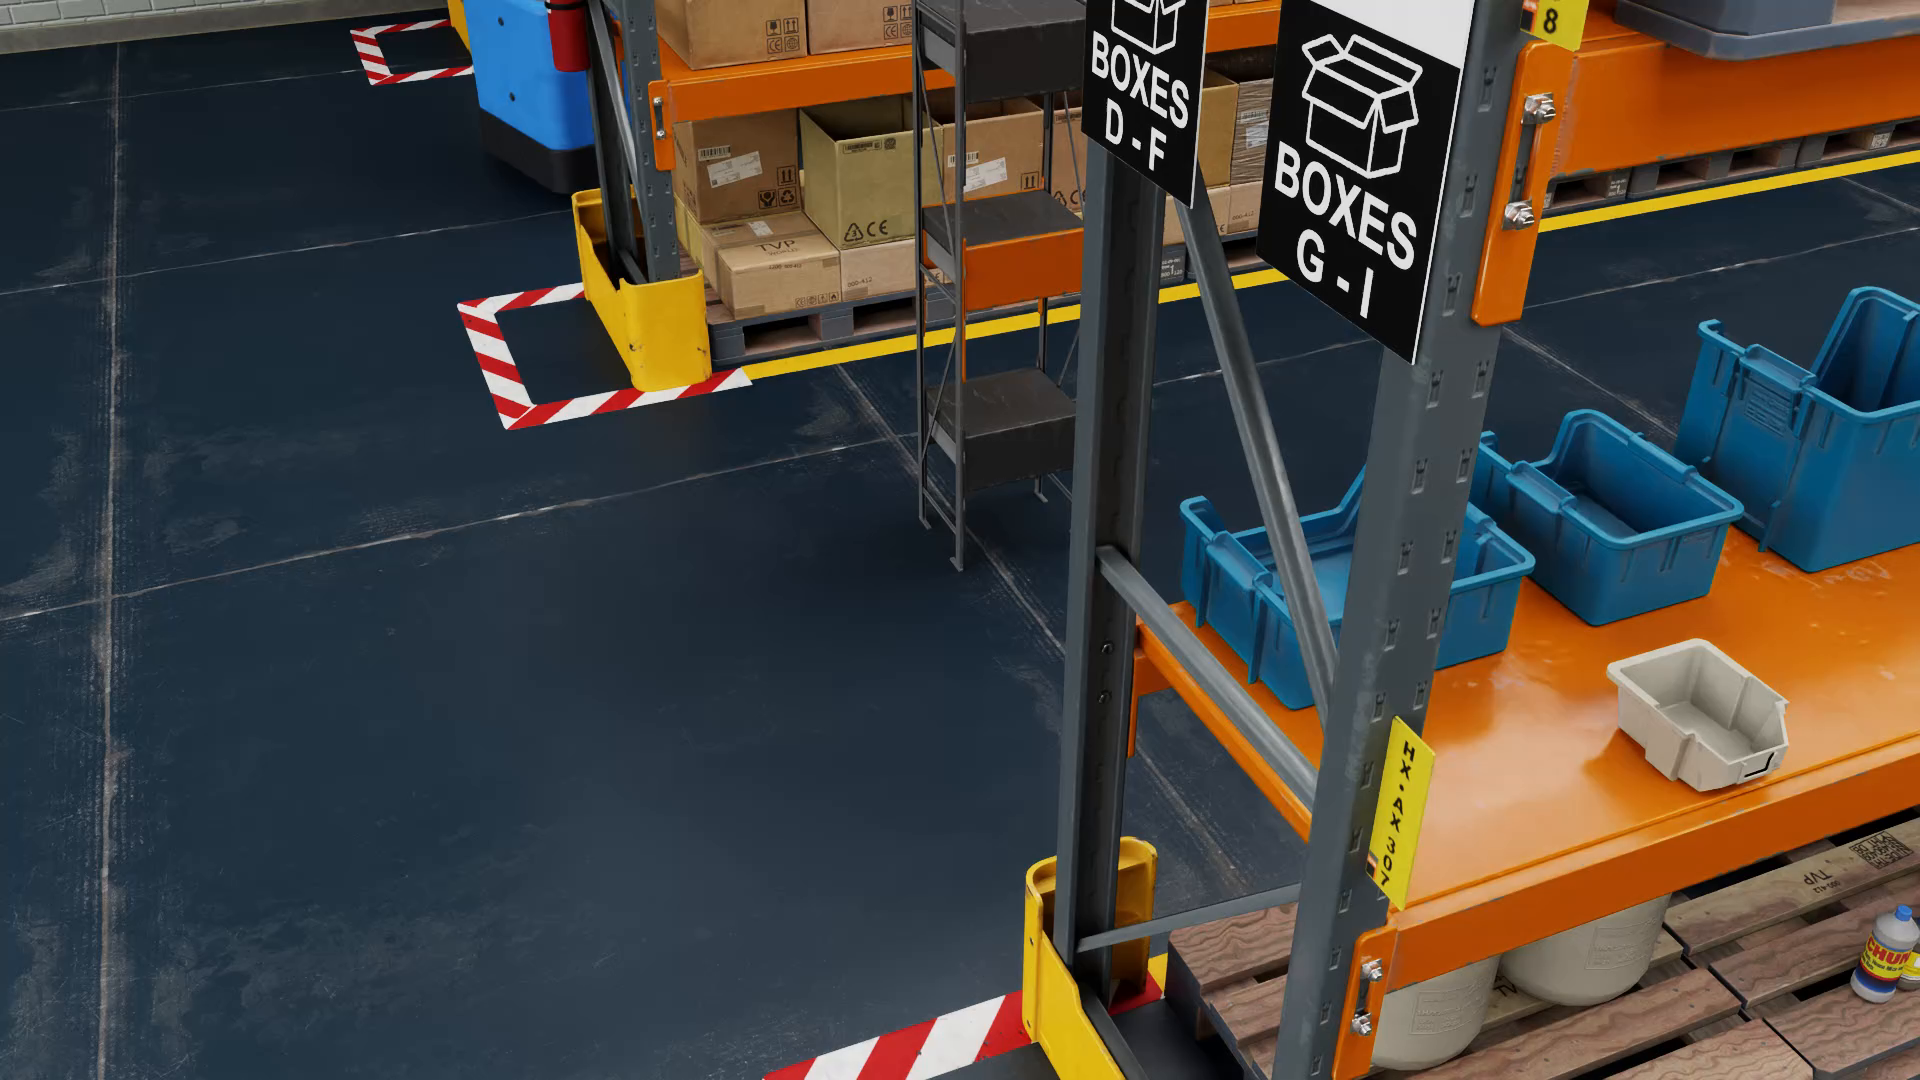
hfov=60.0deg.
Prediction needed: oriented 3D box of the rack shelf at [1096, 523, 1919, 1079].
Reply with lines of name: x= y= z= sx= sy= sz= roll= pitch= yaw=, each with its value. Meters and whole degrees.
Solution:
rack shelf: x=2.318 y=0.146 z=3.934 sx=4.000 sy=0.370 sz=1.077 roll=-13 pitch=35 yaw=-19

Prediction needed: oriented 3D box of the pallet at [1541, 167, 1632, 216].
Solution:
pallet: x=2.912 y=-2.075 z=9.246 sx=1.213 sy=0.211 sz=1.003 roll=-13 pitch=35 yaw=-19

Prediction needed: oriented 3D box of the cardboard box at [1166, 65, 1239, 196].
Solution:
cardboard box: x=0.980 y=-1.992 z=8.010 sx=0.500 sy=0.500 sz=0.500 roll=-13 pitch=35 yaw=-19

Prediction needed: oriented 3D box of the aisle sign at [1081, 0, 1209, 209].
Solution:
aisle sign: x=0.293 y=-0.957 z=2.586 sx=0.004 sy=0.787 sz=0.394 roll=-13 pitch=35 yaw=-19

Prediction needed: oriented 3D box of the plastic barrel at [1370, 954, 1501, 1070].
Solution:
plastic barrel: x=1.051 y=0.956 z=3.926 sx=0.421 sy=0.512 sz=0.421 roll=0 pitch=33 yaw=0

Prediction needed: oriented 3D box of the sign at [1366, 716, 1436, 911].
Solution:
sign: x=0.683 y=0.429 z=2.587 sx=0.005 sy=0.325 sz=0.100 roll=-13 pitch=35 yaw=-19

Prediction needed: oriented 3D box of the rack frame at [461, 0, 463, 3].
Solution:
rack frame: x=-3.361 y=-4.715 z=10.746 sx=0.127 sy=3.000 sz=1.000 roll=-13 pitch=35 yaw=-19

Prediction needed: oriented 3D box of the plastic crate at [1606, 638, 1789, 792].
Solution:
plastic crate: x=1.424 y=0.350 z=3.203 sx=0.250 sy=0.136 sz=0.298 roll=-13 pitch=35 yaw=-19

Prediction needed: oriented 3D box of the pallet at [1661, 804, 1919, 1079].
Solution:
pallet: x=2.400 y=0.972 z=4.563 sx=1.213 sy=0.211 sz=1.003 roll=-13 pitch=35 yaw=-19

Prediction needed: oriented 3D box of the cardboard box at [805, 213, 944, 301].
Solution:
cardboard box: x=-0.400 y=-1.357 z=7.721 sx=0.500 sy=0.250 sz=0.500 roll=-13 pitch=35 yaw=-19

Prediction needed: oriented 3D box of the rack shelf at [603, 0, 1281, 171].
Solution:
rack shelf: x=0.404 y=-2.345 z=7.764 sx=4.000 sy=0.370 sz=1.077 roll=-13 pitch=35 yaw=-19

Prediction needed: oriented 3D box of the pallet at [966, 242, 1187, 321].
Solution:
pallet: x=0.372 y=-1.494 z=8.352 sx=1.213 sy=0.211 sz=1.003 roll=-13 pitch=35 yaw=-19

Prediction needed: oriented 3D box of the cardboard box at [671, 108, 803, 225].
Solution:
cardboard box: x=-1.061 y=-1.825 z=7.753 sx=0.500 sy=0.500 sz=0.500 roll=-13 pitch=35 yaw=-19

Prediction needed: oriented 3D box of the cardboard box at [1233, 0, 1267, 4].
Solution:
cardboard box: x=1.358 y=-2.900 z=7.864 sx=0.500 sy=0.500 sz=0.700 roll=-13 pitch=35 yaw=-19

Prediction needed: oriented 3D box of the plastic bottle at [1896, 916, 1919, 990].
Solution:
plastic bottle: x=2.362 y=1.008 z=4.113 sx=0.097 sy=0.201 sz=0.097 roll=0 pitch=33 yaw=0

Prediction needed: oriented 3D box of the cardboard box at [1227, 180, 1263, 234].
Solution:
cardboard box: x=1.440 y=-1.784 z=8.378 sx=0.500 sy=0.250 sz=0.500 roll=-13 pitch=35 yaw=-19

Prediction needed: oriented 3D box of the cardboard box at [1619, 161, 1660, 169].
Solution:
cardboard box: x=3.664 y=-2.271 z=9.126 sx=0.500 sy=0.250 sz=0.500 roll=-14 pitch=36 yaw=-20

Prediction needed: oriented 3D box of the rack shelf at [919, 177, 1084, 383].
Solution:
rack shelf: x=0.153 y=-0.904 z=5.738 sx=0.480 sy=0.518 sz=0.431 roll=-13 pitch=35 yaw=-19

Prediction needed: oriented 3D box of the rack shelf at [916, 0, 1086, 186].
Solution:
rack shelf: x=0.153 y=-1.490 z=5.357 sx=0.480 sy=0.518 sz=0.431 roll=-13 pitch=35 yaw=-19

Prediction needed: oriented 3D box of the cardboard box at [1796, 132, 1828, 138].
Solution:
cardboard box: x=4.607 y=-2.488 z=9.460 sx=0.500 sy=0.250 sz=0.500 roll=-12 pitch=35 yaw=-18

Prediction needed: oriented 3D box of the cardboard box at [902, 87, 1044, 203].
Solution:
cardboard box: x=0.057 y=-1.782 z=7.687 sx=0.500 sy=0.500 sz=0.500 roll=-13 pitch=35 yaw=-19

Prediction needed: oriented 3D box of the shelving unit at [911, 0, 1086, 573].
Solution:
shelving unit: x=0.153 y=-0.915 z=5.731 sx=0.503 sy=2.100 sz=0.431 roll=-13 pitch=35 yaw=-19

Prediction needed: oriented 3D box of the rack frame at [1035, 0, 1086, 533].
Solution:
rack frame: x=0.378 y=-0.967 z=5.810 sx=0.015 sy=2.100 sz=0.400 roll=-13 pitch=35 yaw=-19

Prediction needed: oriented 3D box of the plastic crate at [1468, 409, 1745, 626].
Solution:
plastic crate: x=1.421 y=-0.061 z=3.730 sx=0.408 sy=0.251 sz=0.499 roll=-13 pitch=35 yaw=-19

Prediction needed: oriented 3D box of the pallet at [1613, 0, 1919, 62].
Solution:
pallet: x=1.275 y=-1.037 z=2.516 sx=1.213 sy=0.211 sz=1.003 roll=-13 pitch=35 yaw=-19

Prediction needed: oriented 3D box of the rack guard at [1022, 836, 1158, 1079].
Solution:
rack guard: x=0.526 y=1.275 z=3.832 sx=0.348 sy=0.500 sz=1.175 roll=-13 pitch=35 yaw=-19

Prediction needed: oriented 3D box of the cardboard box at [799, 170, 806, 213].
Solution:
cardboard box: x=-0.604 y=-1.621 z=8.128 sx=0.500 sy=0.250 sz=0.500 roll=-13 pitch=35 yaw=-19

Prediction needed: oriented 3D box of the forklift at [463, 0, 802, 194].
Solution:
forklift: x=-1.284 y=-3.752 z=9.329 sx=3.031 sy=2.935 sz=1.130 roll=-23 pitch=40 yaw=-31

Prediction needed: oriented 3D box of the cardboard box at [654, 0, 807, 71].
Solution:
cardboard box: x=-1.005 y=-2.359 z=7.033 sx=0.500 sy=0.500 sz=0.700 roll=-13 pitch=35 yaw=-19

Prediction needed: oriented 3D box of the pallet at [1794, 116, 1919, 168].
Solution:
pallet: x=5.162 y=-2.591 z=10.038 sx=1.213 sy=0.211 sz=1.003 roll=-13 pitch=35 yaw=-19

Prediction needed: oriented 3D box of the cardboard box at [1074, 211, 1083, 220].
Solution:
cardboard box: x=0.524 y=-1.565 z=8.041 sx=0.500 sy=0.250 sz=0.500 roll=-13 pitch=35 yaw=-19
